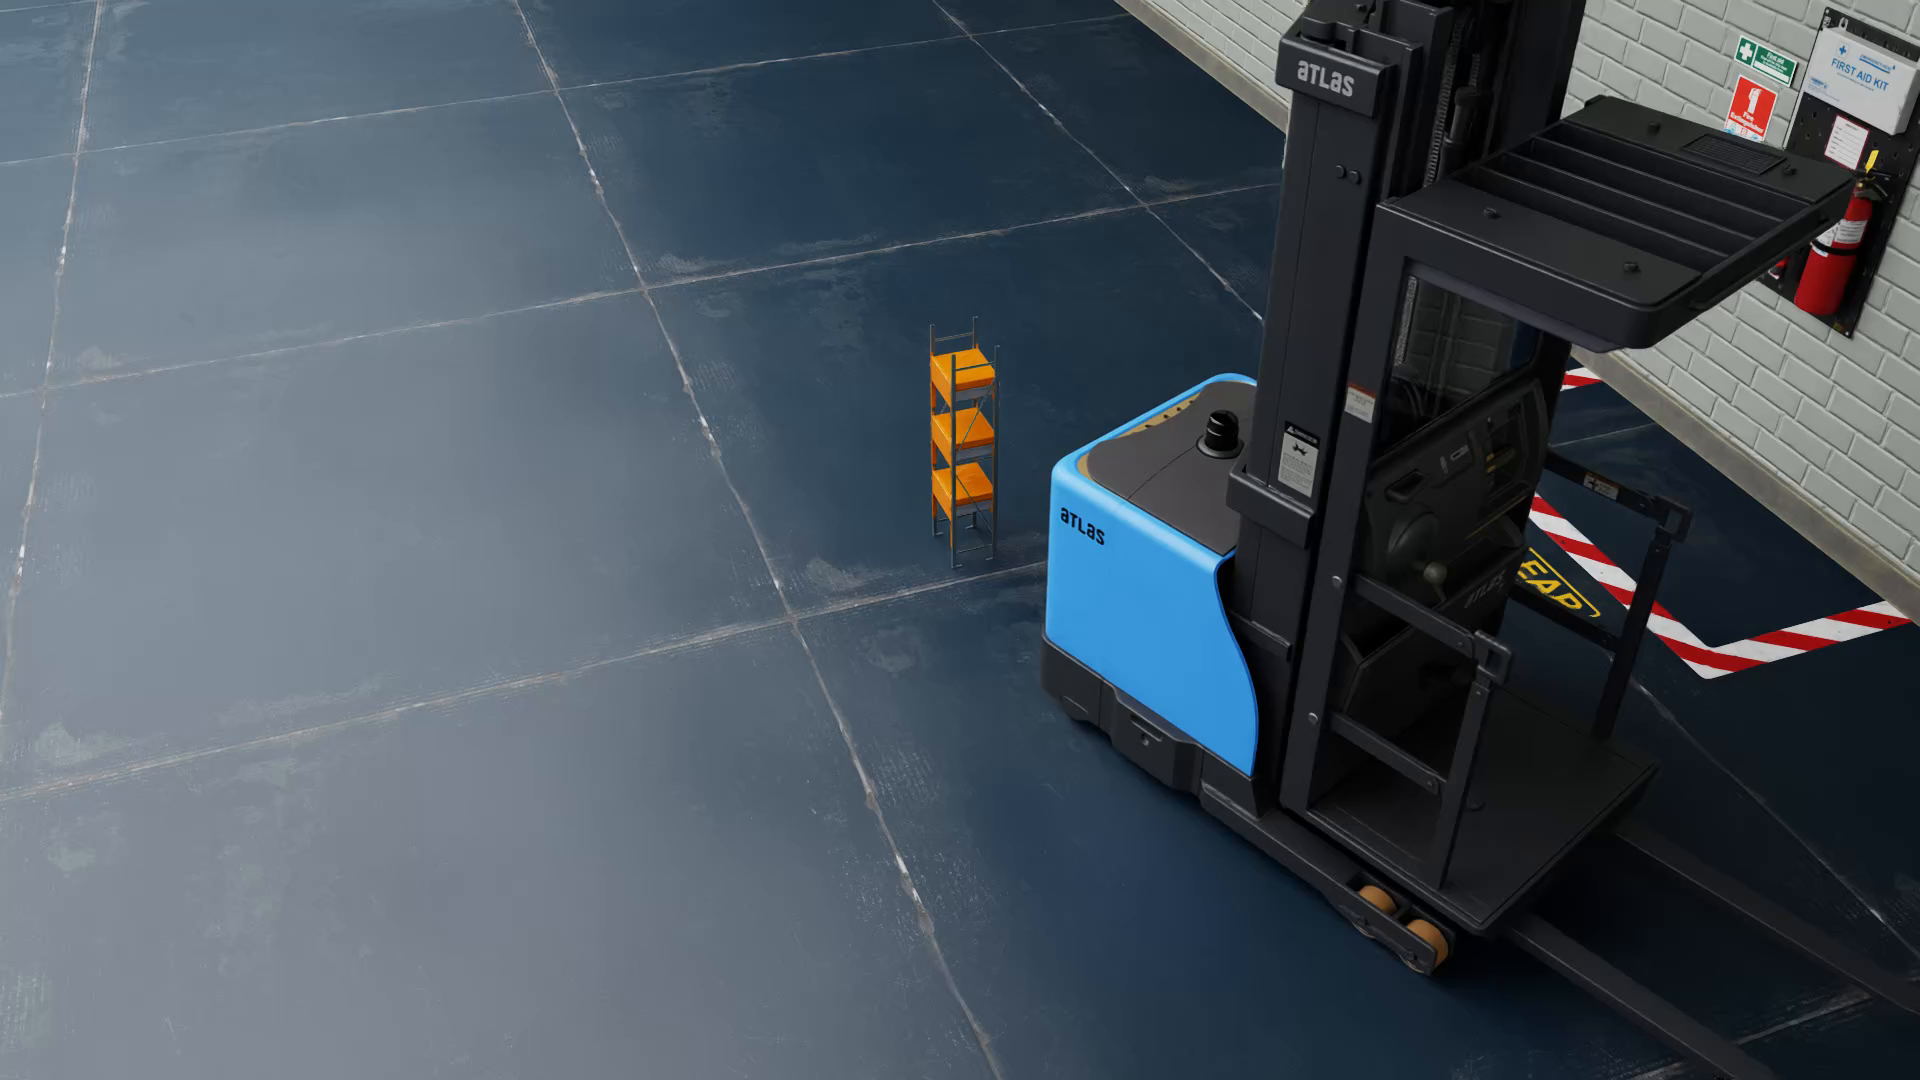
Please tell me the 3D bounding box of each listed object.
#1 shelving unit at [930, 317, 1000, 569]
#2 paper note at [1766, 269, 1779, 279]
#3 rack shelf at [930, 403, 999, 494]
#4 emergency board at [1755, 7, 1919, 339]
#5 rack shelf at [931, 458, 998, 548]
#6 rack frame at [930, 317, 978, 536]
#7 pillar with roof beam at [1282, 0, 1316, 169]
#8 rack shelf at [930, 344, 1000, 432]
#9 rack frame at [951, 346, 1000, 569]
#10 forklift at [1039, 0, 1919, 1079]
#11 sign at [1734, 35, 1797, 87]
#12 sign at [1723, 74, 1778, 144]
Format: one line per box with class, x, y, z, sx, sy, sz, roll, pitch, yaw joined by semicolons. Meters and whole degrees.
shelving unit;0.018;-0.389;6.894;0.215;1.050;0.252;-12;39;-16
paper note;3.465;-1.209;7.095;0.016;0.148;0.142;-12;39;-16
rack shelf;0.018;-0.381;6.900;0.215;0.259;0.240;-12;39;-16
emergency board;3.461;-1.447;6.678;0.194;1.169;0.643;-12;39;-16
rack shelf;0.018;-0.159;7.068;0.215;0.259;0.240;-12;39;-16
rack frame;-0.024;-0.458;6.986;0.200;1.050;0.008;-12;39;-16
pillar with roof beam;-1.831;-4.937;6.326;9.100;9.000;0.400;-12;39;-16
rack shelf;0.018;-0.607;6.730;0.215;0.259;0.240;-12;39;-16
rack frame;0.060;-0.320;6.803;0.200;1.050;0.008;-12;39;-16
forklift;1.671;-0.123;4.977;1.130;2.935;3.031;-29;46;-33
sign;3.361;-2.002;6.945;0.001;0.109;0.331;-12;39;-16
sign;3.368;-1.795;7.110;0.001;0.329;0.234;-12;39;-16
